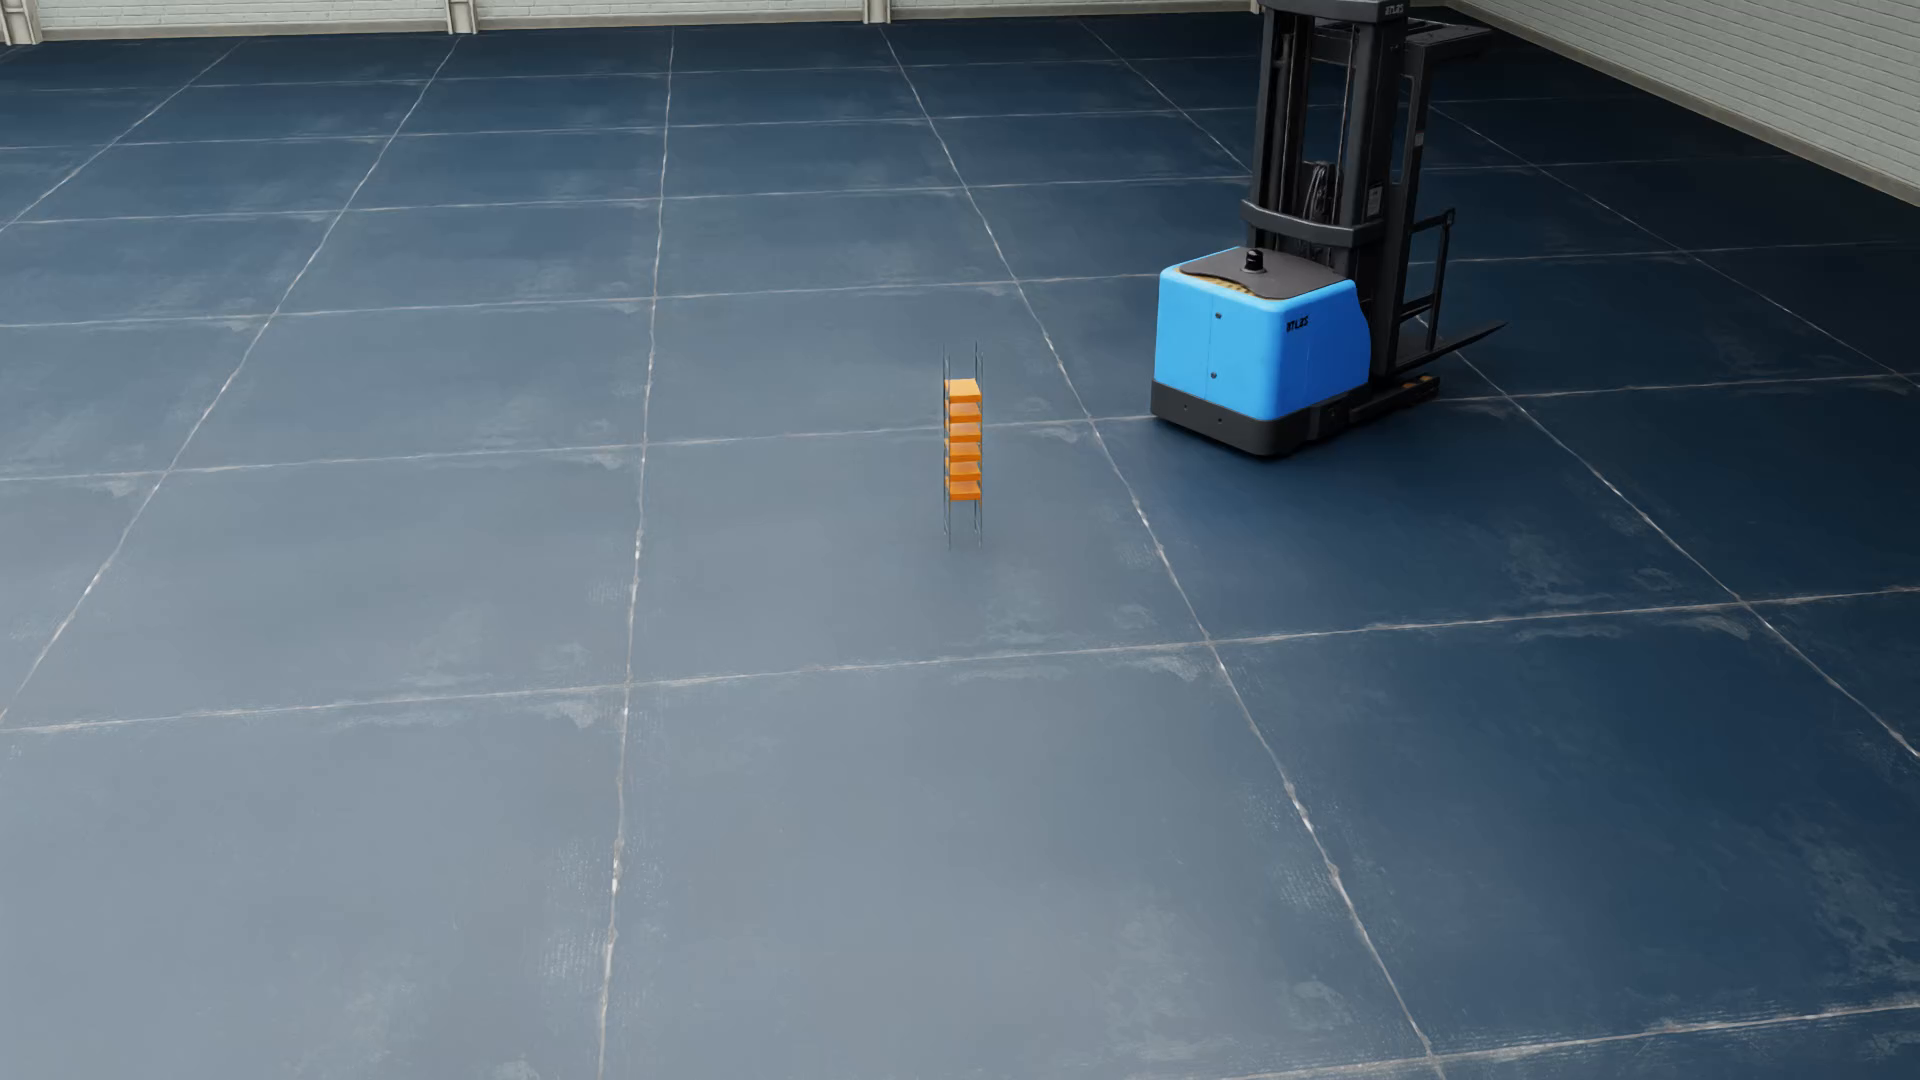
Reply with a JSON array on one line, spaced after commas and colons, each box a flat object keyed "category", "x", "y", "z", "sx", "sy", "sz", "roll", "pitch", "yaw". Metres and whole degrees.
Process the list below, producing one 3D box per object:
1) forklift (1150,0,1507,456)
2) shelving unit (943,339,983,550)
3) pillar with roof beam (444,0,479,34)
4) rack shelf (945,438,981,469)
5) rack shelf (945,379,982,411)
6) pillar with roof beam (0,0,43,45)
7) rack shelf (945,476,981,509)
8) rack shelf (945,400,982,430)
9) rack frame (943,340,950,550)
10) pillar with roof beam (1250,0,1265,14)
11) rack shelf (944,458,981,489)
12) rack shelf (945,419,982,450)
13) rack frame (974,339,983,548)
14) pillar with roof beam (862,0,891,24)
[{"category": "forklift", "x": 2.733, "y": -2.395, "z": 11.207, "sx": 3.031, "sy": 2.935, "sz": 1.130, "roll": -22, "pitch": 34, "yaw": -36}, {"category": "shelving unit", "x": 0.014, "y": -0.535, "z": 9.478, "sx": 0.189, "sy": 1.200, "sz": 0.258, "roll": -4, "pitch": 27, "yaw": -7}, {"category": "pillar with roof beam", "x": -6.589, "y": -9.423, "z": 18.258, "sx": 0.400, "sy": 9.000, "sz": 9.100, "roll": -4, "pitch": 27, "yaw": -7}, {"category": "rack shelf", "x": 0.014, "y": -0.495, "z": 9.498, "sx": 0.180, "sy": 0.103, "sz": 0.258, "roll": -4, "pitch": 27, "yaw": -7}, {"category": "rack shelf", "x": 0.014, "y": -0.816, "z": 9.334, "sx": 0.180, "sy": 0.103, "sz": 0.258, "roll": -4, "pitch": 27, "yaw": -7}, {"category": "pillar with roof beam", "x": -12.530, "y": -9.041, "z": 17.514, "sx": 0.400, "sy": 9.000, "sz": 9.100, "roll": -4, "pitch": 27, "yaw": -7}, {"category": "rack shelf", "x": 0.014, "y": -0.282, "z": 9.608, "sx": 0.180, "sy": 0.103, "sz": 0.258, "roll": -4, "pitch": 27, "yaw": -7}, {"category": "rack shelf", "x": 0.014, "y": -0.709, "z": 9.389, "sx": 0.180, "sy": 0.103, "sz": 0.258, "roll": -4, "pitch": 27, "yaw": -7}, {"category": "rack frame", "x": -0.076, "y": -0.529, "z": 9.467, "sx": 0.006, "sy": 1.200, "sz": 0.240, "roll": -4, "pitch": 27, "yaw": -7}, {"category": "pillar with roof beam", "x": 5.294, "y": -10.186, "z": 19.745, "sx": 0.400, "sy": 9.000, "sz": 9.100, "roll": -4, "pitch": 27, "yaw": -7}, {"category": "rack shelf", "x": 0.014, "y": -0.388, "z": 9.553, "sx": 0.180, "sy": 0.103, "sz": 0.258, "roll": -4, "pitch": 27, "yaw": -7}, {"category": "rack shelf", "x": 0.014, "y": -0.602, "z": 9.443, "sx": 0.180, "sy": 0.103, "sz": 0.258, "roll": -4, "pitch": 27, "yaw": -7}, {"category": "rack frame", "x": 0.105, "y": -0.541, "z": 9.489, "sx": 0.006, "sy": 1.200, "sz": 0.240, "roll": -4, "pitch": 27, "yaw": -7}, {"category": "pillar with roof beam", "x": -0.647, "y": -9.805, "z": 19.001, "sx": 0.400, "sy": 9.000, "sz": 9.100, "roll": -4, "pitch": 27, "yaw": -7}]
